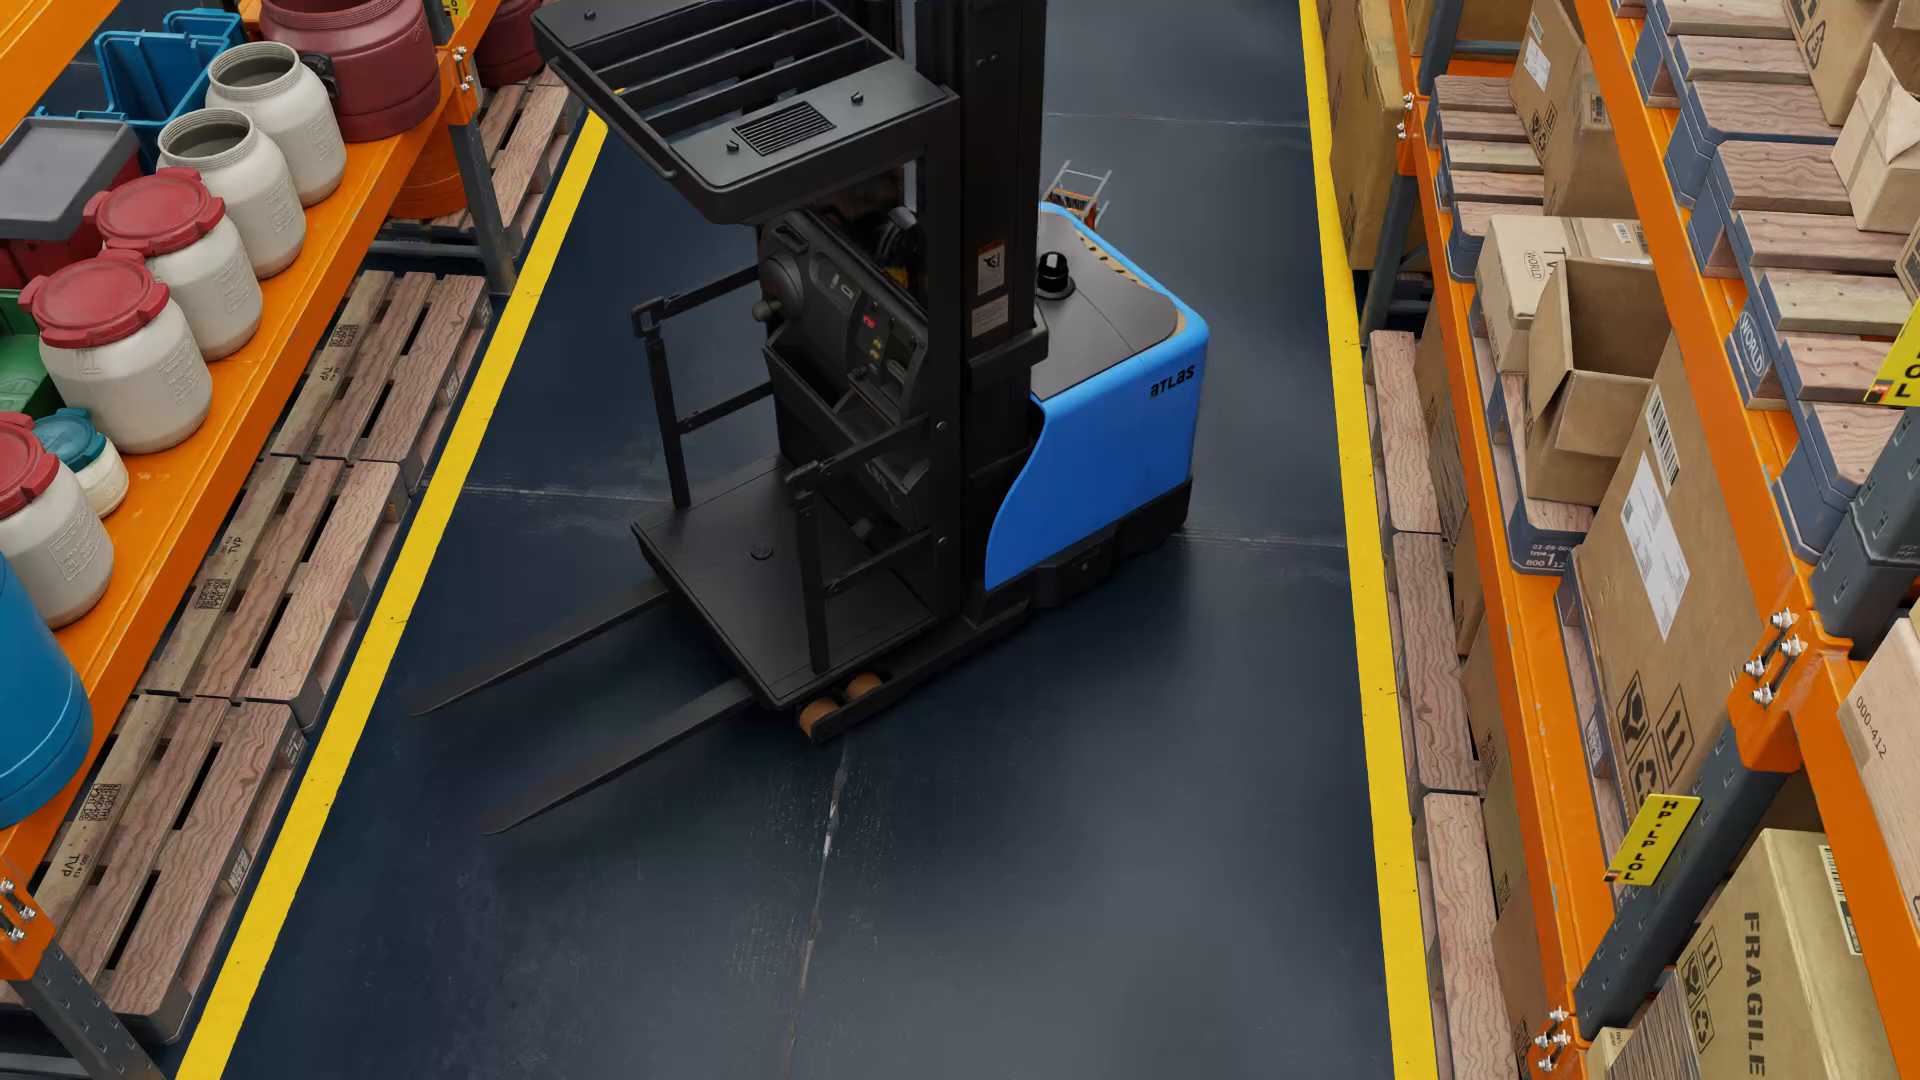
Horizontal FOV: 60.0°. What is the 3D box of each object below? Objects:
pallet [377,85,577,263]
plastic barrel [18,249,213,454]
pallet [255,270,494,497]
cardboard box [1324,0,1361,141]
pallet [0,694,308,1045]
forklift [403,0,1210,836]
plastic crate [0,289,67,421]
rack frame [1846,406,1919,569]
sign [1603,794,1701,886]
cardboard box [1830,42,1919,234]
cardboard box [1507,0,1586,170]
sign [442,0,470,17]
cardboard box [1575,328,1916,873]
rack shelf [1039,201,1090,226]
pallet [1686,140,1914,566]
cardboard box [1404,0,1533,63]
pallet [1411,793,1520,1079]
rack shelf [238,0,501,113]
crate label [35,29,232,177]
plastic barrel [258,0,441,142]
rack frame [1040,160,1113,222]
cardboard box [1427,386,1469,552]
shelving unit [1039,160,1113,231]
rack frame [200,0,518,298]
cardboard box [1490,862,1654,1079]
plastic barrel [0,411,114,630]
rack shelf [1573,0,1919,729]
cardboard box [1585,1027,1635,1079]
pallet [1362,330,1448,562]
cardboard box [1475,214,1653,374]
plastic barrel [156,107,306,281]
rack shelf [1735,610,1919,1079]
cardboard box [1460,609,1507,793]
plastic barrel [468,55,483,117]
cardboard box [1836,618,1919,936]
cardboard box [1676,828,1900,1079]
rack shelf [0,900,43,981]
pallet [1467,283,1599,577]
[{"bbox_3d":[-2.575,-1.873,8.346,1.003,0.211,1.213,4,48,4],"label":"pallet"},{"bbox_3d":[-2.598,-0.566,5.169,0.433,0.535,0.433,0,48,0],"label":"plastic barrel"},{"bbox_3d":[-2.715,-0.724,7.295,1.003,0.211,1.213,4,48,4],"label":"pallet"},{"bbox_3d":[2.499,-2.484,8.170,1.225,0.875,0.875,4,48,4],"label":"cardboard box"},{"bbox_3d":[-2.937,1.069,5.655,1.003,0.211,1.213,4,48,4],"label":"pallet"},{"bbox_3d":[-0.565,-0.699,5.429,3.031,2.935,1.130,-28,53,-23],"label":"forklift"},{"bbox_3d":[-3.093,-0.520,5.362,0.450,0.188,0.662,4,48,4],"label":"plastic crate"},{"bbox_3d":[1.962,-0.984,1.578,1.000,3.000,0.127,4,48,4],"label":"rack frame"},{"bbox_3d":[1.409,0.615,3.396,0.100,0.325,0.005,4,48,4],"label":"sign"},{"bbox_3d":[1.948,-0.766,3.217,0.396,0.266,0.258,5,48,5],"label":"cardboard box"},{"bbox_3d":[2.317,-1.675,5.923,0.500,0.500,0.500,-1,48,-1],"label":"cardboard box"},{"bbox_3d":[-2.057,-2.255,6.695,0.100,0.325,0.005,4,48,4],"label":"sign"},{"bbox_3d":[2.174,0.122,3.940,1.000,1.000,1.000,4,48,4],"label":"cardboard box"},{"bbox_3d":[0.488,-1.514,8.029,0.258,0.180,0.103,17,49,15],"label":"rack shelf"},{"bbox_3d":[2.125,-0.355,3.162,1.213,0.211,1.003,4,48,4],"label":"pallet"},{"bbox_3d":[2.125,-2.312,6.790,0.500,0.500,0.500,5,48,5],"label":"cardboard box"},{"bbox_3d":[2.032,1.409,5.344,1.003,0.211,1.213,4,48,4],"label":"pallet"},{"bbox_3d":[-2.423,-3.459,8.394,1.077,0.370,4.000,4,48,4],"label":"rack shelf"},{"bbox_3d":[-2.965,-1.532,6.120,0.502,0.435,0.616,4,48,4],"label":"crate label"},{"bbox_3d":[-2.346,-1.916,6.404,0.600,0.536,0.708,4,48,4],"label":"plastic barrel"},{"bbox_3d":[0.413,-1.443,7.839,0.240,0.006,1.200,17,49,15],"label":"rack frame"},{"bbox_3d":[2.248,-0.301,6.415,0.700,0.500,0.500,0,48,0],"label":"cardboard box"},{"bbox_3d":[0.413,-1.381,7.906,0.258,0.189,1.200,17,49,15],"label":"shelving unit"},{"bbox_3d":[-2.606,-2.232,6.784,1.000,3.000,0.127,4,48,4],"label":"rack frame"},{"bbox_3d":[2.040,1.286,4.963,0.700,0.500,0.500,1,48,1],"label":"cardboard box"},{"bbox_3d":[-2.665,-0.027,4.675,0.433,0.535,0.433,0,48,0],"label":"plastic barrel"},{"bbox_3d":[2.144,-1.199,4.294,1.077,0.370,4.000,4,48,4],"label":"rack shelf"},{"bbox_3d":[1.643,1.263,3.758,0.380,0.149,0.250,4,48,4],"label":"cardboard box"},{"bbox_3d":[2.254,-0.384,6.984,1.003,0.211,1.213,4,48,4],"label":"pallet"},{"bbox_3d":[1.945,-0.774,5.268,0.500,0.250,0.500,3,48,2],"label":"cardboard box"},{"bbox_3d":[-2.525,-1.190,5.756,0.421,0.512,0.421,0,48,0],"label":"plastic barrel"},{"bbox_3d":[1.780,1.741,1.606,1.077,0.370,4.000,4,48,4],"label":"rack shelf"},{"bbox_3d":[2.152,0.526,5.658,0.700,0.500,0.500,0,48,0],"label":"cardboard box"},{"bbox_3d":[-2.616,-2.316,8.262,0.421,0.512,0.421,0,48,0],"label":"plastic barrel"},{"bbox_3d":[1.666,0.392,2.453,0.500,0.250,0.500,2,48,2],"label":"cardboard box"},{"bbox_3d":[1.668,0.883,2.989,0.500,0.500,0.500,4,48,4],"label":"cardboard box"},{"bbox_3d":[-3.152,2.420,3.017,1.077,0.370,4.000,4,48,4],"label":"rack shelf"},{"bbox_3d":[2.187,-0.377,5.218,1.003,0.211,1.213,4,48,4],"label":"pallet"}]
